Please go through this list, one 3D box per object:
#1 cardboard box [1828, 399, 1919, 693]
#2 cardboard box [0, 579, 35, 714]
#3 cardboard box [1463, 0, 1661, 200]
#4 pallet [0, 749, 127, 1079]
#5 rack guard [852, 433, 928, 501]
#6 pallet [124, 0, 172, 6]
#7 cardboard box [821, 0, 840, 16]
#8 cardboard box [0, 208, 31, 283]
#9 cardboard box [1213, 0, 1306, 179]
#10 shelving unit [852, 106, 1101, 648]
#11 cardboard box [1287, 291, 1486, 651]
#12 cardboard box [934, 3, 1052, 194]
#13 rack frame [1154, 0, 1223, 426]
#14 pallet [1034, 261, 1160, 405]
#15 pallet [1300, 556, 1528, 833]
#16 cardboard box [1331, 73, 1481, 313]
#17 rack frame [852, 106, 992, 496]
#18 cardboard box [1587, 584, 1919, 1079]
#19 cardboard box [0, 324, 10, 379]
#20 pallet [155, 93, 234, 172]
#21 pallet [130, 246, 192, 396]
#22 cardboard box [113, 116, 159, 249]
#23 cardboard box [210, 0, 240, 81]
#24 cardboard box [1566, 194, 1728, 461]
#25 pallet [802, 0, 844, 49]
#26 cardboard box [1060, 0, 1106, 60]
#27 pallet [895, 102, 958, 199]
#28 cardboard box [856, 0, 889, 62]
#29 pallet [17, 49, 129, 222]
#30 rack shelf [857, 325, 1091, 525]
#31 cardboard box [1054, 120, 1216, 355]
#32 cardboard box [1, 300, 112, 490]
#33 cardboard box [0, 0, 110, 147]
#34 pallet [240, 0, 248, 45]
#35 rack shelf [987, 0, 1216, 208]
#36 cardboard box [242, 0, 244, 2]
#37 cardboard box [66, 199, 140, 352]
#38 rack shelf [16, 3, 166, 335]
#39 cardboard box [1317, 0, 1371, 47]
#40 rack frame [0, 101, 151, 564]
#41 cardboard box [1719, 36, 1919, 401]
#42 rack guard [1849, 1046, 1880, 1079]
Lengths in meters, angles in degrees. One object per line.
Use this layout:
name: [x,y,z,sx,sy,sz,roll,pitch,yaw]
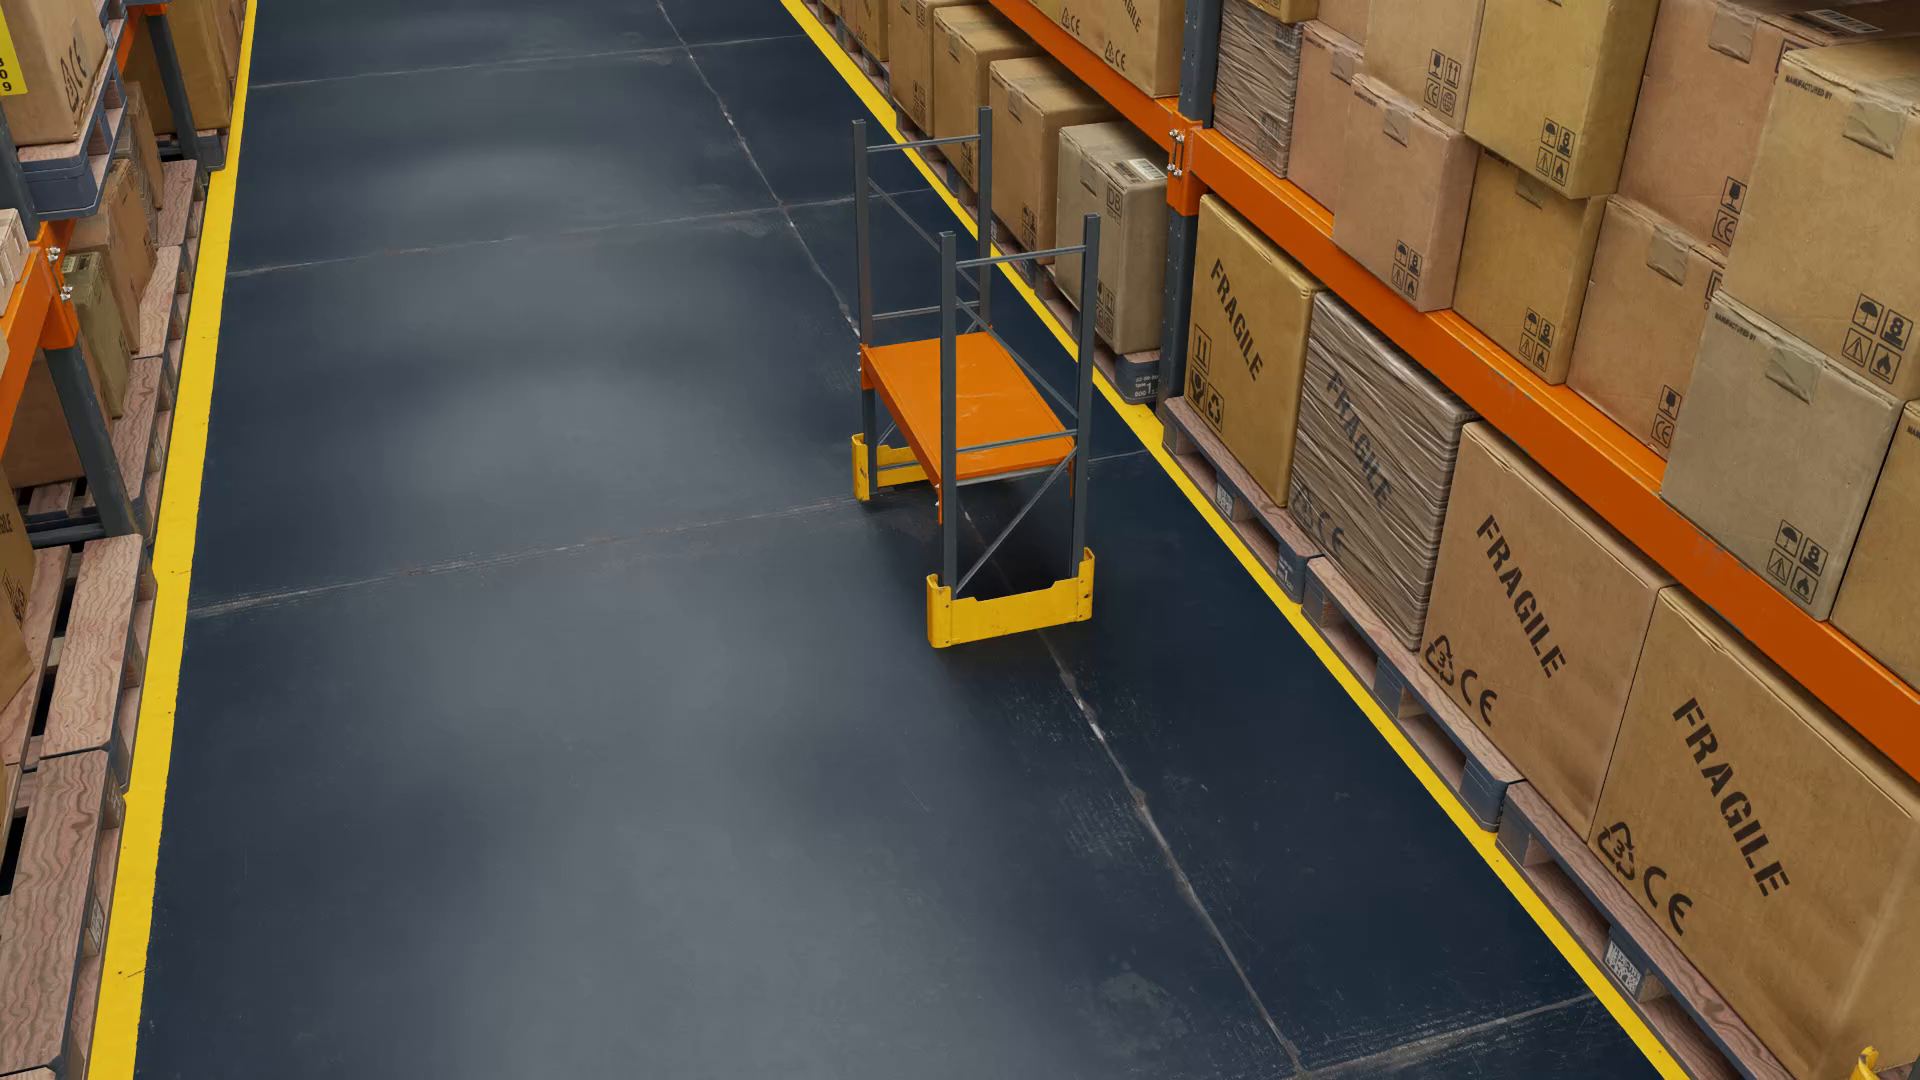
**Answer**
cardboard box: [2.384,0.021,3.362,0.875,0.550,0.550,-10,35,-15]
cardboard box: [-3.169,0.335,4.908,0.500,0.500,0.500,0,33,1]
cardboard box: [1.881,-1.290,4.366,0.875,0.550,0.500,-10,35,-15]
pallet: [-2.820,1.103,4.389,1.003,0.211,1.213,-10,35,-15]
rack guard: [-0.129,-0.326,6.516,0.587,0.250,0.087,-10,35,-15]
pallet: [-4.336,-2.712,7.808,1.213,0.211,1.003,-10,35,-15]
cardboard box: [-0.682,-3.912,11.335,0.500,0.500,0.500,-12,35,-17]
cardboard box: [-3.089,-0.880,5.089,0.380,0.149,0.250,-10,35,-15]
cardboard box: [1.444,-1.700,5.966,0.875,0.550,0.550,-10,35,-15]
shelving unit: [0.023,-0.586,5.776,0.587,1.500,1.083,-10,35,-15]
cardboard box: [1.724,-0.304,5.535,0.875,0.875,0.875,-10,35,-14]
cardboard box: [0.470,-2.373,8.780,1.050,0.750,0.750,-9,35,-14]
rack frame: [1.320,-1.830,6.298,1.000,3.000,0.127,-10,35,-15]
pallet: [1.013,-1.059,7.661,1.003,0.211,1.213,-10,35,-15]
pallet: [1.853,0.388,5.472,1.003,0.211,1.213,-10,35,-15]
cardboard box: [1.686,-1.112,5.076,0.875,0.550,0.550,-10,35,-15]
rack frame: [-0.129,-0.848,6.173,0.500,1.500,0.032,-10,35,-15]
cardboard box: [2.270,0.637,4.112,0.875,0.875,0.875,-10,35,-14]
cardboard box: [-2.820,-0.494,4.504,0.380,0.149,0.250,-10,35,-15]
pallet: [-4.823,-2.412,9.708,1.003,0.211,1.213,-10,35,-15]
pallet: [-4.049,-0.935,7.474,1.003,0.211,1.213,-10,35,-15]
cardboard box: [-4.250,-1.652,7.897,0.700,0.500,0.500,-13,36,-19]
cardboard box: [-5.110,-3.273,10.028,1.225,0.875,0.875,-10,35,-15]
cardboard box: [2.144,-0.579,4.270,0.875,0.550,0.550,-10,35,-15]
pallet: [-0.506,-3.816,11.834,1.003,0.211,1.213,-10,35,-15]
cardboard box: [0.752,-2.366,7.018,0.500,0.500,0.500,-10,35,-15]
pallet: [0.268,-2.340,9.599,1.003,0.211,1.213,-10,35,-15]
cardboard box: [-0.350,-3.364,10.506,0.500,0.500,0.500,-10,35,-15]
pallet: [-3.529,-1.394,5.813,1.003,0.211,1.213,-10,35,-15]
rack shelf: [0.026,-0.431,5.868,0.538,0.185,1.000,-10,35,-15]
cardboard box: [1.045,-1.377,7.273,1.050,0.750,0.750,-10,35,-15]
cardboard box: [-3.601,-0.515,6.177,0.700,0.500,0.500,-13,36,-18]
cardboard box: [-3.544,-1.915,5.502,1.000,1.000,1.000,-10,35,-14]
pallet: [-5.568,-3.693,11.647,1.003,0.211,1.213,-10,35,-15]
rack shelf: [0.710,-2.579,8.085,1.077,0.370,4.000,-10,35,-15]
cardboard box: [-5.661,-4.205,11.439,1.225,0.875,0.875,-10,35,-15]
cardboard box: [-3.900,-1.062,7.005,0.700,0.500,0.500,-13,36,-19]
rack shelf: [-4.045,-1.798,6.903,1.077,0.370,4.000,-10,35,-15]
cardboard box: [1.678,-1.874,5.250,0.875,0.550,0.550,-10,35,-15]
rack frame: [-3.435,-1.049,5.116,1.000,3.000,0.127,-10,35,-15]
cardboard box: [2.208,-0.717,3.499,0.875,0.550,0.550,-10,35,-15]
rack guard: [2.547,1.326,3.790,1.175,0.500,0.348,-10,35,-15]
